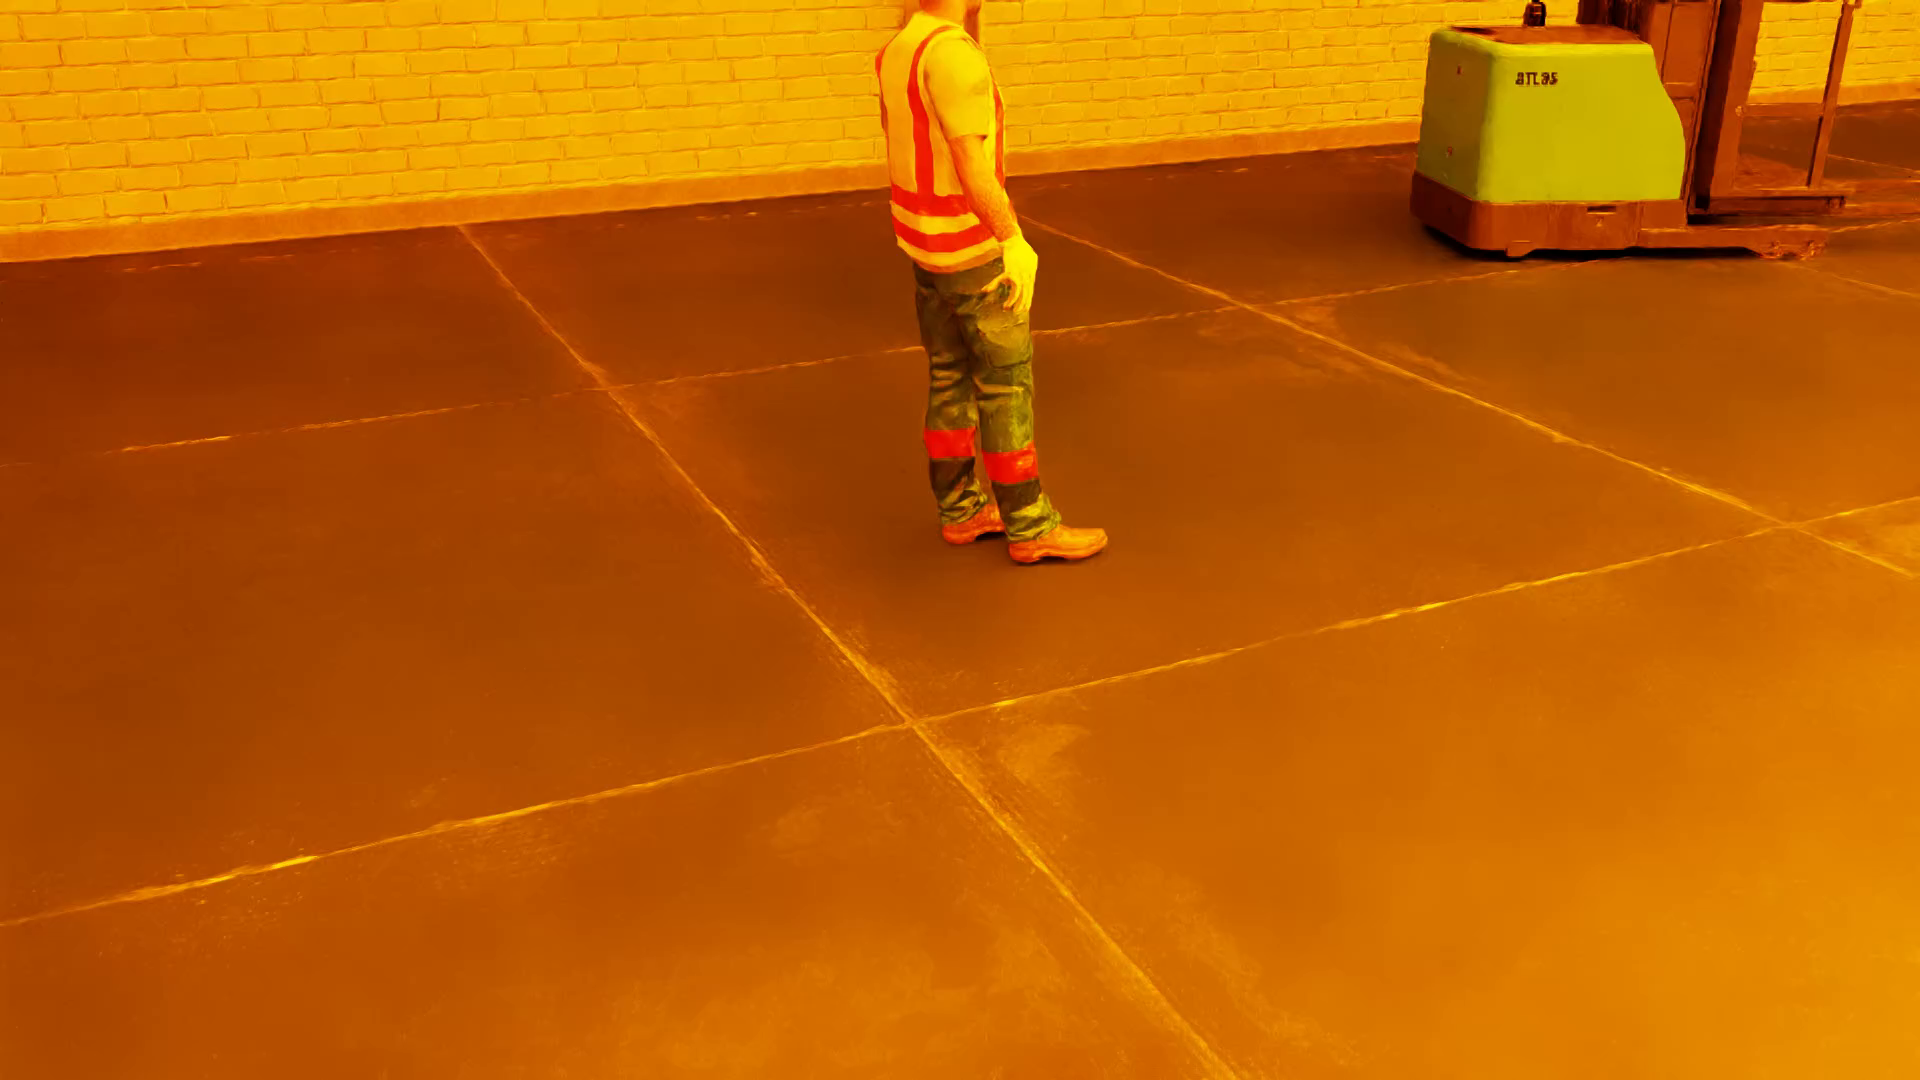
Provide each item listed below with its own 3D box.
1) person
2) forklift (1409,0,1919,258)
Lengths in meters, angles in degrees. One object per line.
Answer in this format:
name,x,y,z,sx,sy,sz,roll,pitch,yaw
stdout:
person,0.077,-0.842,4.783,0.563,1.787,0.637,-10,25,-23
forklift,4.074,-3.017,8.550,3.031,2.935,1.130,-2,23,-5
